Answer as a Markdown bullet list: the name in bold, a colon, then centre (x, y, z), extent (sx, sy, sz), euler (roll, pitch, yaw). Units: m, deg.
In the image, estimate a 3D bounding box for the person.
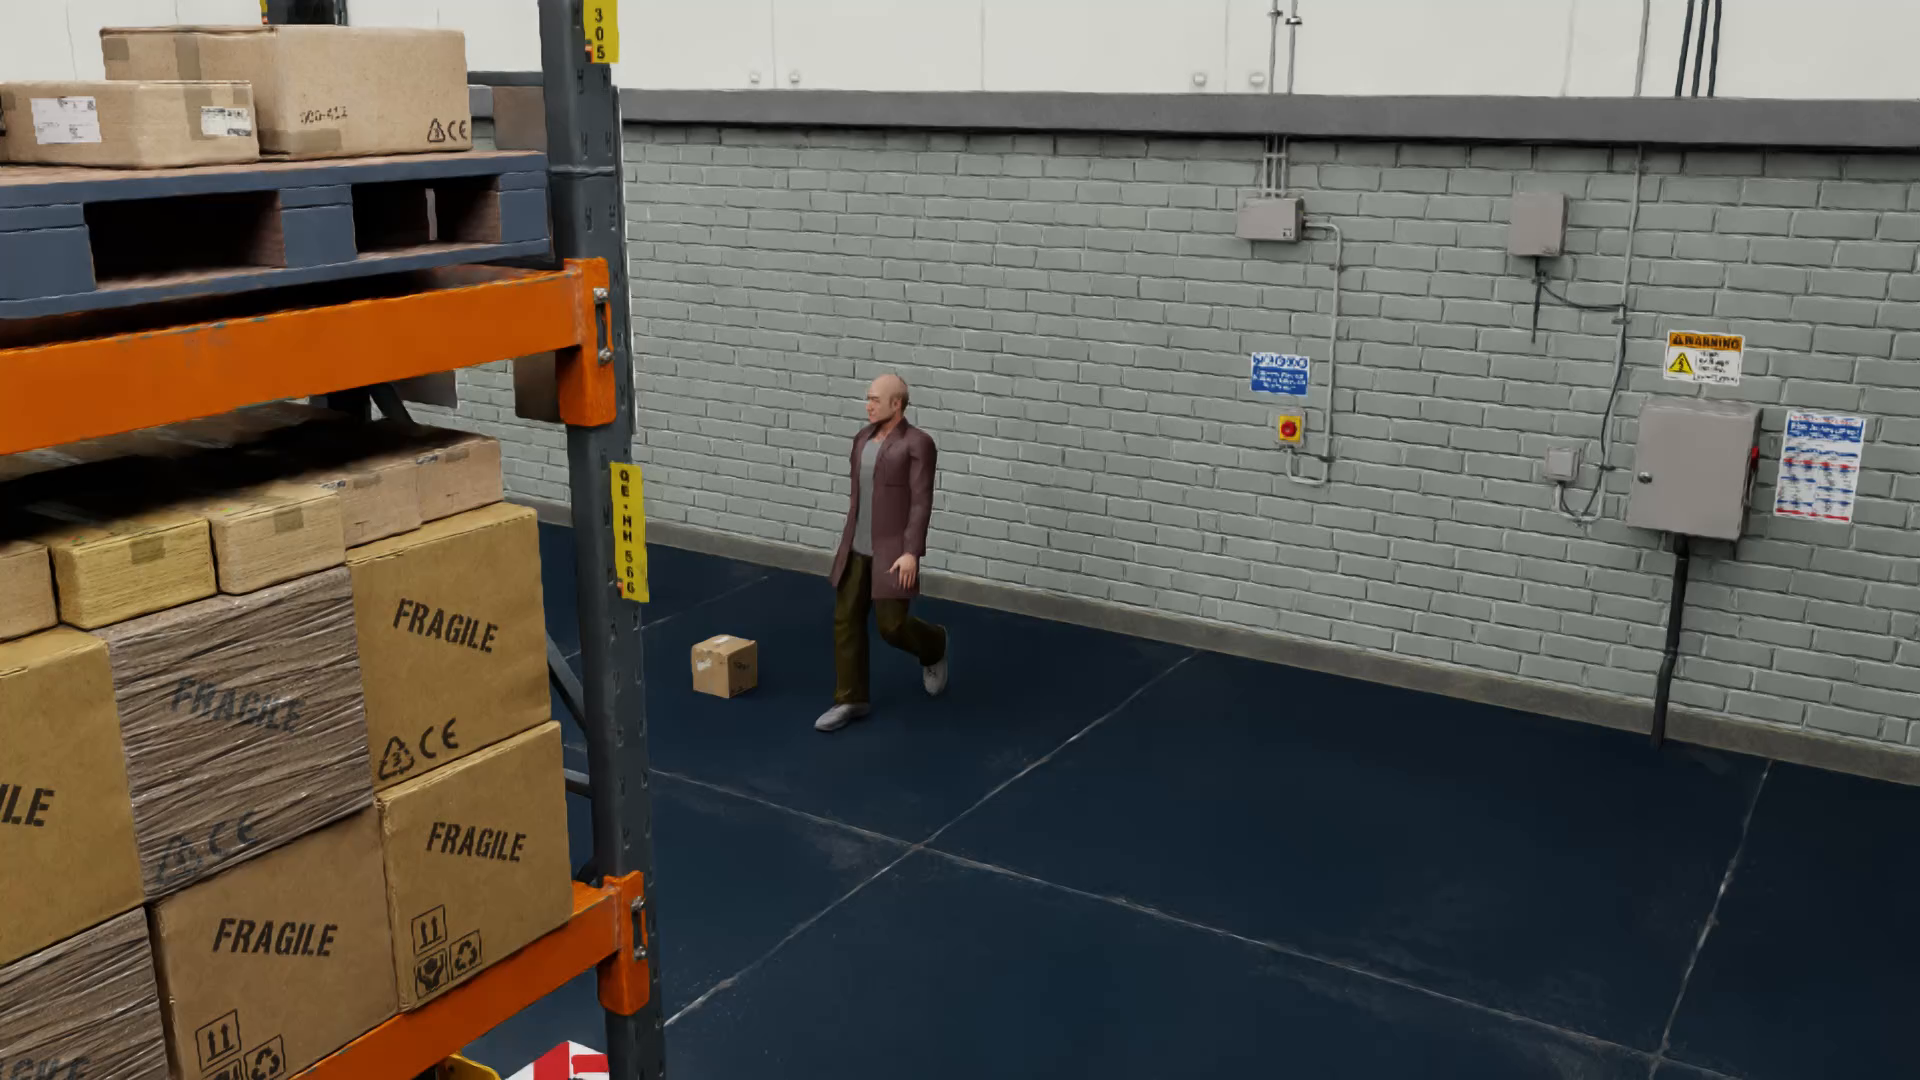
- **person**: centre (-0.409, 0.053, 8.395), extent (0.617, 1.764, 0.819), euler (13, 20, 38)
